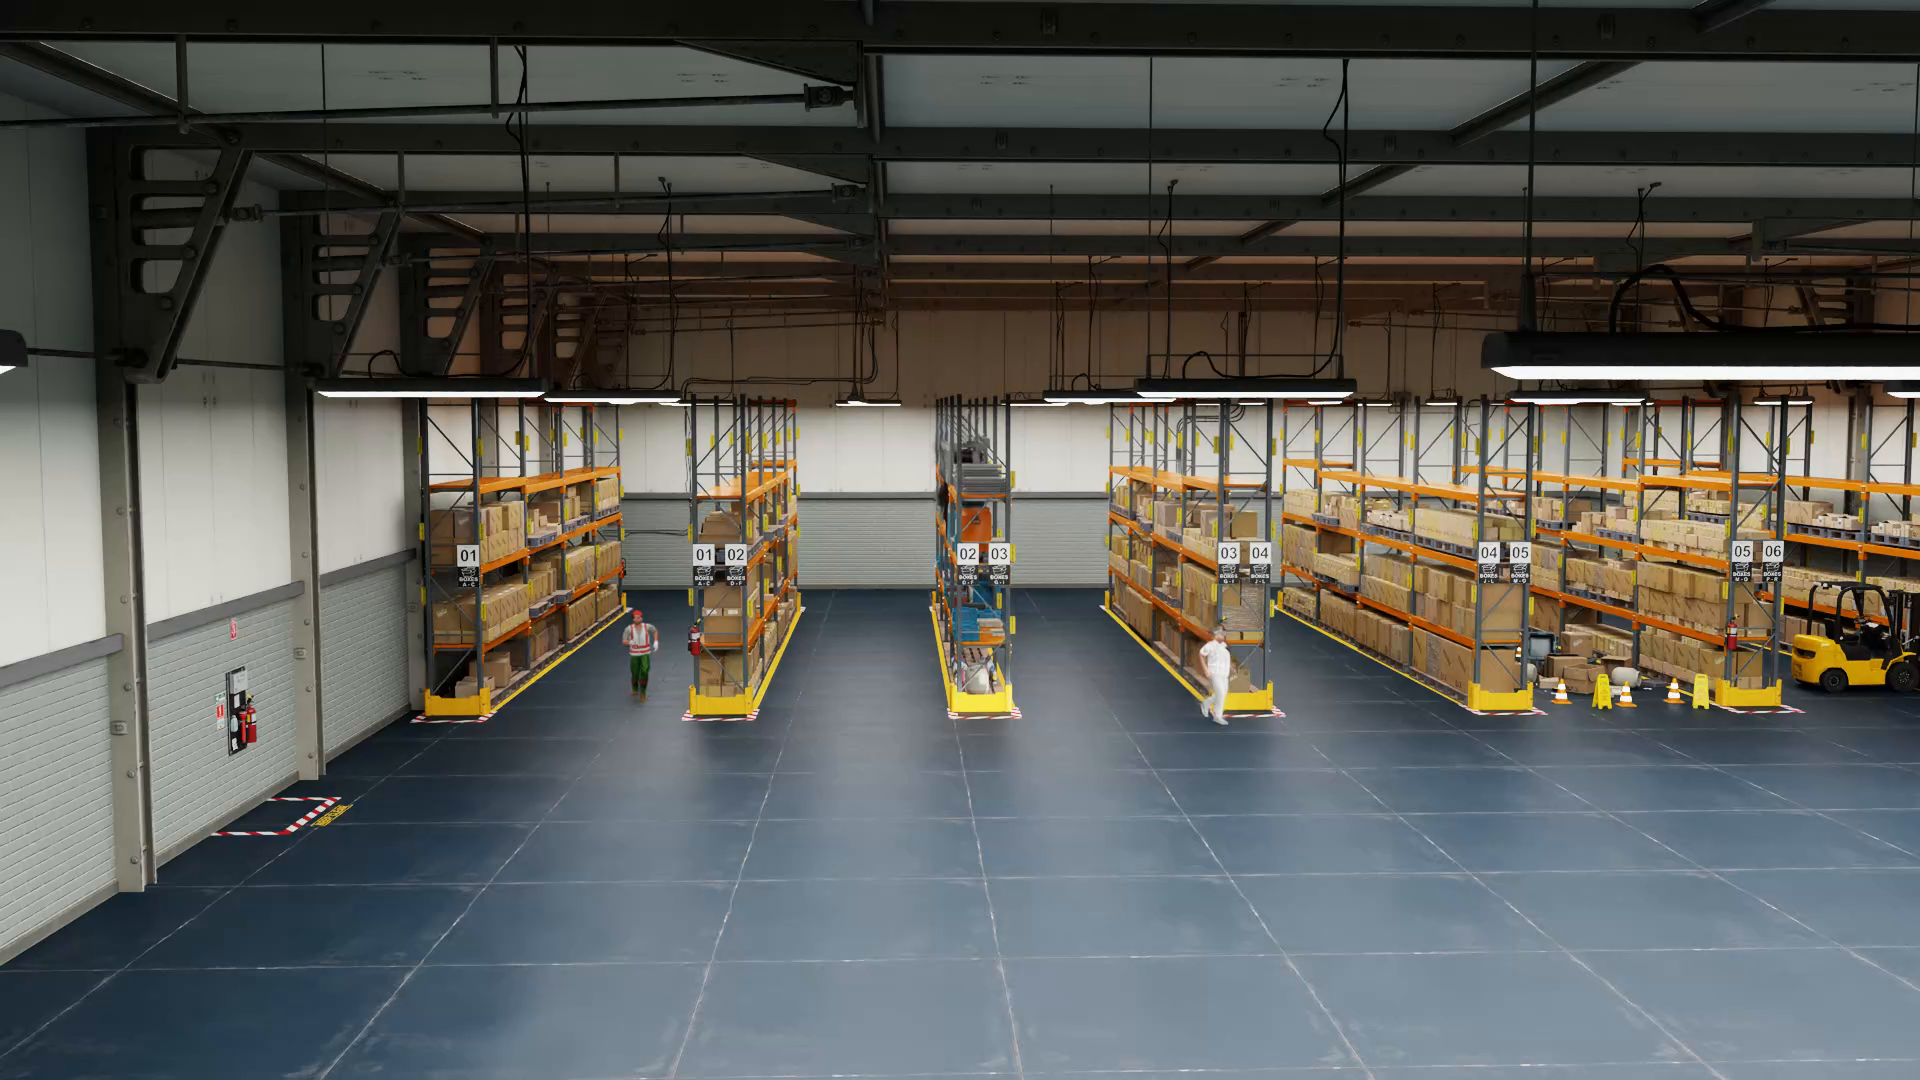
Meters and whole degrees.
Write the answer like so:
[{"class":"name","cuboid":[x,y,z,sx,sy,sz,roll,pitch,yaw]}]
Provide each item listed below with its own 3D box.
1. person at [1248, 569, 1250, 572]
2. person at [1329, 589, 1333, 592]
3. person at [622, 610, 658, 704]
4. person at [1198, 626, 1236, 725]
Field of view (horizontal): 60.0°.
[{"class":"person","cuboid":[8.074,1.336,45.231,0.549,1.719,0.668,0,4,2]},{"class":"person","cuboid":[11.131,0.961,49.145,0.964,1.764,0.669,-1,5,-7]},{"class":"person","cuboid":[-6.259,2.271,32.554,0.674,1.817,0.904,-1,5,-8]},{"class":"person","cuboid":[4.741,2.467,30.525,0.704,1.757,0.695,-4,6,-41]}]
